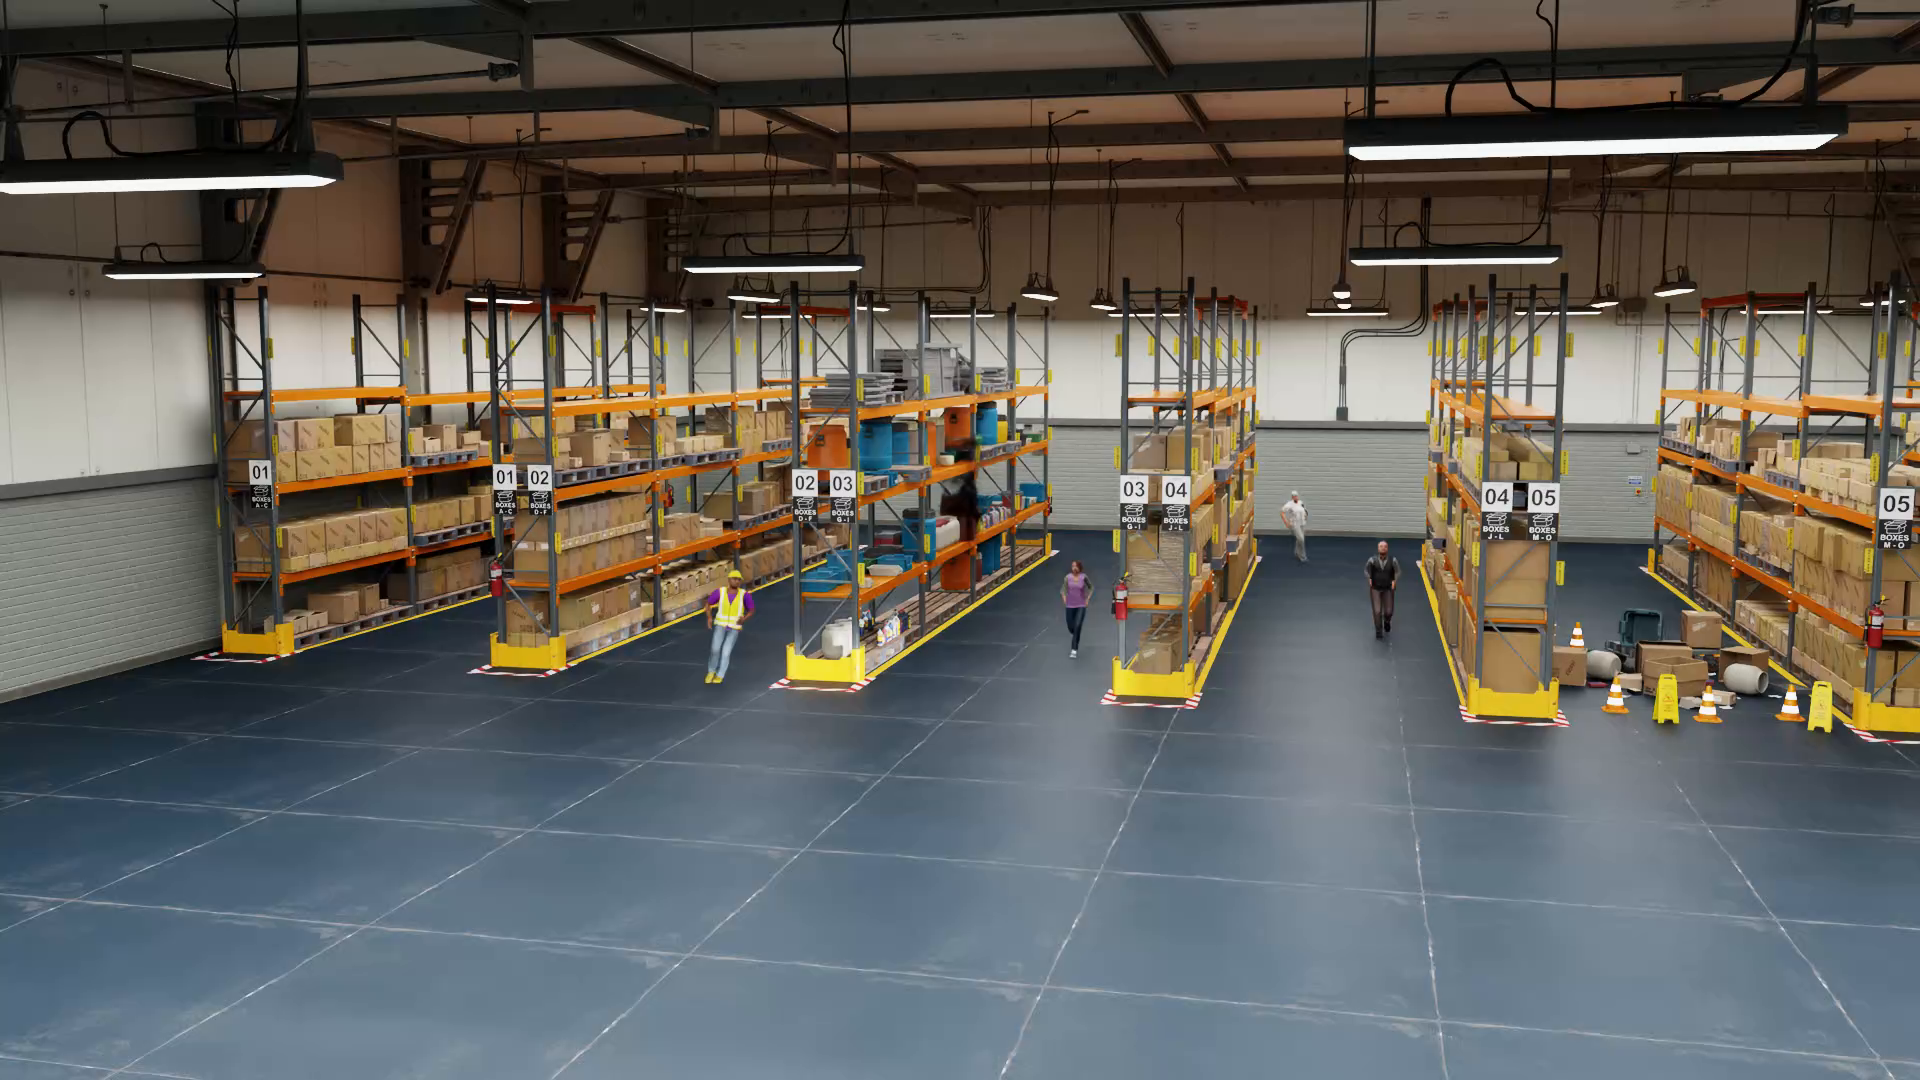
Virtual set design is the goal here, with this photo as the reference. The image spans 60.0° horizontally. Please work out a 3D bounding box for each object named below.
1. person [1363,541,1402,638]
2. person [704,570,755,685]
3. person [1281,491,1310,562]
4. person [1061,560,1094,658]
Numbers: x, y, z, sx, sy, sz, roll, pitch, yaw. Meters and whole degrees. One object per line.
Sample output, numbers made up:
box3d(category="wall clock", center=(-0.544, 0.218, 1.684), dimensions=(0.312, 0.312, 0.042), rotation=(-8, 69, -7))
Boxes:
box3d(category="person", center=(7.321, 0.860, 28.854), dimensions=(0.656, 1.673, 0.606), rotation=(2, 7, 13))
box3d(category="person", center=(-3.455, 1.317, 24.880), dimensions=(0.760, 1.715, 0.547), rotation=(0, 7, -4))
box3d(category="person", center=(7.982, -0.324, 39.429), dimensions=(0.656, 1.683, 0.719), rotation=(-3, 7, -23))
box3d(category="person", center=(1.923, 1.106, 27.337), dimensions=(0.548, 1.574, 0.730), rotation=(1, 7, 11))
